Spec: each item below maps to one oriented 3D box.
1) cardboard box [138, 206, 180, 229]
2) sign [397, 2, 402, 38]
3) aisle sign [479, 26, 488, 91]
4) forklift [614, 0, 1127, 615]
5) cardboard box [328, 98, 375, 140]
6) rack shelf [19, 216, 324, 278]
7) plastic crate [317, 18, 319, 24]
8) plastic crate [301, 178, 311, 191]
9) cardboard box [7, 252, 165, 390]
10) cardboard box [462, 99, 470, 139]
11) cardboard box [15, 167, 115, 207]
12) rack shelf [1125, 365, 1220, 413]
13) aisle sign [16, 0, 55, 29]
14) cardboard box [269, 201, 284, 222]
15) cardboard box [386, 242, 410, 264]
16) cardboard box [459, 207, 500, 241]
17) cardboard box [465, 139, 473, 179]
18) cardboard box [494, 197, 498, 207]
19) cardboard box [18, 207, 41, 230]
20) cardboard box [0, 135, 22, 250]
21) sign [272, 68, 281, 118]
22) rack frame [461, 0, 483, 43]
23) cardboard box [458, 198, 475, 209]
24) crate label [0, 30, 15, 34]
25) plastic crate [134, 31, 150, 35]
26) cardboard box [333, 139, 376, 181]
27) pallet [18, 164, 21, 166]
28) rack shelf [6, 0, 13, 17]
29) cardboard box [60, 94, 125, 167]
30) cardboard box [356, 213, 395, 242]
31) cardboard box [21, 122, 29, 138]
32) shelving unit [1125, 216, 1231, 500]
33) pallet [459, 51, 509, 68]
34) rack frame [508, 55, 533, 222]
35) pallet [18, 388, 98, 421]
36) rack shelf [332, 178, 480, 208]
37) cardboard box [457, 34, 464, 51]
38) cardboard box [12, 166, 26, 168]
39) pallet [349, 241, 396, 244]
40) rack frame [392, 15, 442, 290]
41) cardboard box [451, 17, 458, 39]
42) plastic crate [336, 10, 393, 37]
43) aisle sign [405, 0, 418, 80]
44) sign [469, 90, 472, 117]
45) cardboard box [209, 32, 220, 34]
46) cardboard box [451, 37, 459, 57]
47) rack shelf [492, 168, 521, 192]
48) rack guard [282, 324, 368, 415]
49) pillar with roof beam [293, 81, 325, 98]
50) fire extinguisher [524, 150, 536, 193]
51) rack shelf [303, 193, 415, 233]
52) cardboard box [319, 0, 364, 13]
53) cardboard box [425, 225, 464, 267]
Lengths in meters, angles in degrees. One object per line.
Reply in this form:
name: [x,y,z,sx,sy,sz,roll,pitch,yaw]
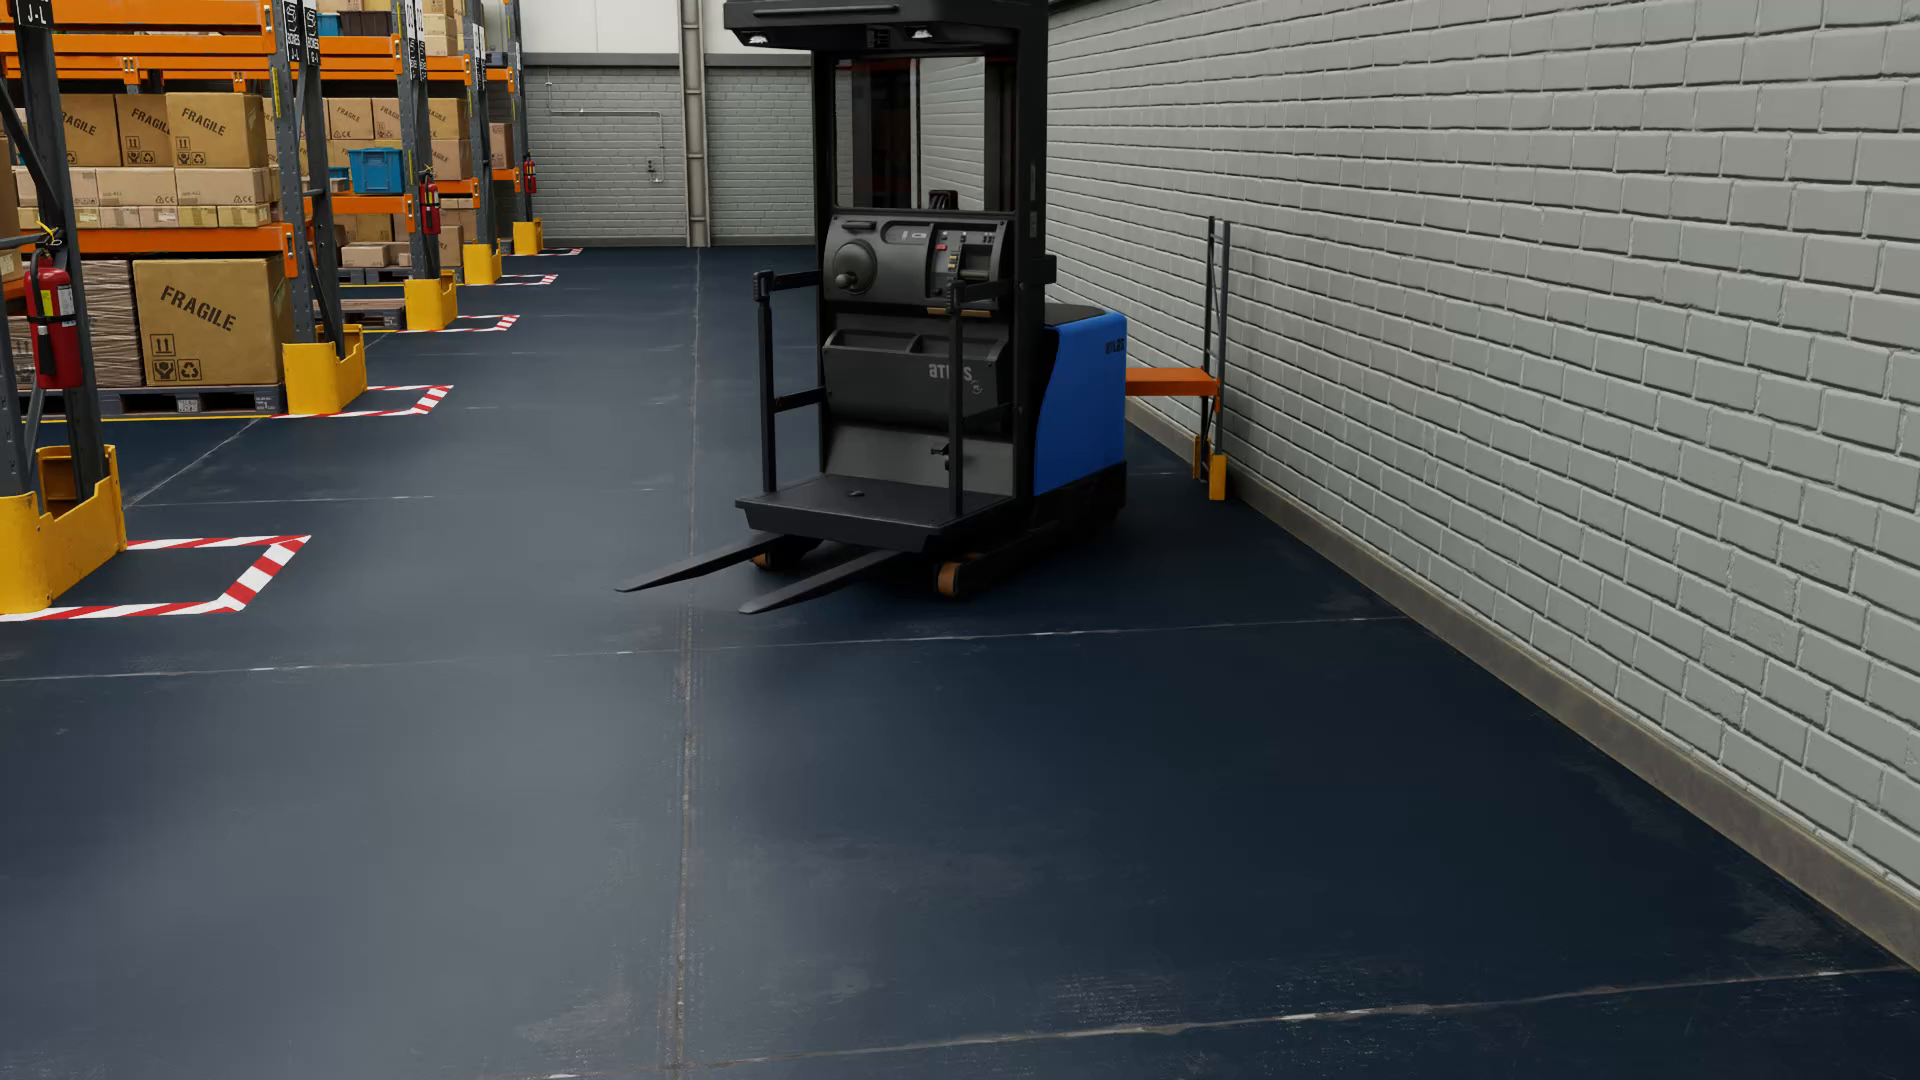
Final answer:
cardboard box: [-5.503,-2.249,11.541,0.250,0.149,0.380,-2,14,-8]
sign: [-5.333,-4.946,15.826,0.005,0.325,0.100,-2,14,-8]
aisle sign: [-6.141,-6.199,21.430,0.004,0.787,0.394,-2,14,-8]
forklift: [-0.313,-1.291,7.343,1.130,2.935,3.031,8,16,29]
cardboard box: [-7.576,-5.278,20.839,0.500,0.500,0.500,-2,14,-7]
rack shelf: [-6.671,-2.061,11.751,4.000,0.370,1.077,-2,14,-8]
plastic crate: [-6.364,-4.921,15.948,0.336,0.188,0.450,-2,14,-8]
plastic crate: [-6.499,-3.495,16.408,0.243,0.136,0.396,-2,14,-8]
cardboard box: [-6.214,-1.580,11.859,0.875,0.875,0.875,-2,14,-8]
cardboard box: [-6.643,-5.446,21.510,0.500,0.500,0.500,-2,14,-7]
cardboard box: [-6.138,-2.435,11.463,0.500,0.250,0.500,-3,14,-10]
rack shelf: [0.896,-0.838,9.220,1.000,0.185,0.538,0,14,-2]
aisle sign: [-4.026,-2.621,7.163,0.004,0.787,0.394,-2,14,-8]
cardboard box: [-5.093,-2.427,12.248,0.250,0.149,0.380,-2,14,-8]
cardboard box: [-7.239,-3.775,21.857,0.500,0.250,0.500,-2,14,-8]
cardboard box: [-7.584,-4.998,26.261,0.500,0.500,0.700,-2,14,-8]
cardboard box: [-6.643,-4.961,21.631,0.500,0.500,0.500,-2,14,-7]
cardboard box: [-7.490,-5.366,26.392,0.250,0.149,0.380,-2,14,-8]
cardboard box: [-6.262,-2.221,11.429,0.250,0.149,0.380,-2,14,-8]
cardboard box: [-4.539,-1.528,7.332,0.500,0.500,0.500,-1,14,-6]
sign: [-4.626,-3.028,11.260,0.005,0.325,0.100,-2,14,-8]
rack frame: [-6.165,-7.775,20.725,0.127,3.000,1.000,-2,14,-8]
cardboard box: [-7.684,-5.264,25.989,0.250,0.149,0.380,-2,14,-9]
crate label: [-8.859,-4.804,15.586,0.466,0.136,0.293,-2,14,-8]
plastic crate: [-8.185,-4.993,16.341,0.466,0.136,0.293,-2,14,-8]
cardboard box: [-7.574,-4.795,20.971,0.500,0.500,0.500,-2,14,-8]
pallet: [-12.153,-4.554,20.607,1.213,0.211,1.003,-2,14,-8]
rack shelf: [-6.032,-2.319,6.614,4.000,0.370,1.077,-2,14,-8]
cardboard box: [-6.214,-2.927,11.880,0.500,0.500,0.500,-2,14,-10]
cardboard box: [-9.102,-4.941,26.031,0.500,0.500,0.700,-2,14,-7]
cardboard box: [-11.293,-4.969,20.799,0.500,0.500,0.700,0,14,1]
shelving unit: [0.905,-1.013,9.177,1.083,1.500,0.587,0,14,-2]
pallet: [-7.639,-7.439,25.734,1.213,0.211,1.003,-2,14,-8]
rack frame: [-6.907,-6.056,26.205,0.127,3.000,1.000,-2,14,-8]
pallet: [-6.676,-1.038,11.928,1.213,0.211,1.003,-2,14,-8]
rack shelf: [-8.143,-4.444,21.253,4.000,0.370,1.077,-2,14,-8]
cardboard box: [-7.591,-7.600,25.435,0.500,0.250,0.500,-2,14,-7]
cardboard box: [-6.733,-2.543,11.893,0.500,0.250,0.500,-2,14,-9]
pallet: [-8.890,-4.613,26.181,1.213,0.211,1.003,-2,14,-8]
rack frame: [-5.431,-3.673,16.703,0.127,3.000,1.000,-2,14,-8]
cardboard box: [-6.712,-6.534,21.222,0.500,0.250,0.500,-2,14,-8]
plastic crate: [-5.853,-5.118,16.566,0.590,0.269,0.497,-2,14,-8]
aisle sign: [-5.316,-4.867,16.116,0.004,0.787,0.394,-2,14,-8]
sign: [-6.102,-5.446,20.740,0.005,0.325,0.100,-2,14,-8]
cardboard box: [-9.108,-6.321,20.375,0.500,0.250,0.500,-2,14,-8]
cardboard box: [-6.711,-6.290,21.278,0.500,0.250,0.500,-2,14,-8]
rack shelf: [-8.884,-5.635,26.004,4.000,0.370,1.077,-2,14,-8]
rack guard: [-4.669,-1.270,12.260,0.348,0.500,1.175,-2,14,-8]
pillar with roof beam: [-9.657,-8.019,21.699,0.400,9.000,9.100,-2,14,-8]
fire extinguisher: [-6.689,-5.733,25.839,0.183,0.674,0.296,-2,14,-8]
rack shelf: [-7.409,-3.252,16.502,4.000,0.370,1.077,-2,14,-8]
cardboard box: [-7.656,-6.789,20.700,0.500,0.500,0.700,-2,14,-8]
cardboard box: [-6.666,-3.787,21.390,0.500,0.500,0.500,-2,14,-8]
